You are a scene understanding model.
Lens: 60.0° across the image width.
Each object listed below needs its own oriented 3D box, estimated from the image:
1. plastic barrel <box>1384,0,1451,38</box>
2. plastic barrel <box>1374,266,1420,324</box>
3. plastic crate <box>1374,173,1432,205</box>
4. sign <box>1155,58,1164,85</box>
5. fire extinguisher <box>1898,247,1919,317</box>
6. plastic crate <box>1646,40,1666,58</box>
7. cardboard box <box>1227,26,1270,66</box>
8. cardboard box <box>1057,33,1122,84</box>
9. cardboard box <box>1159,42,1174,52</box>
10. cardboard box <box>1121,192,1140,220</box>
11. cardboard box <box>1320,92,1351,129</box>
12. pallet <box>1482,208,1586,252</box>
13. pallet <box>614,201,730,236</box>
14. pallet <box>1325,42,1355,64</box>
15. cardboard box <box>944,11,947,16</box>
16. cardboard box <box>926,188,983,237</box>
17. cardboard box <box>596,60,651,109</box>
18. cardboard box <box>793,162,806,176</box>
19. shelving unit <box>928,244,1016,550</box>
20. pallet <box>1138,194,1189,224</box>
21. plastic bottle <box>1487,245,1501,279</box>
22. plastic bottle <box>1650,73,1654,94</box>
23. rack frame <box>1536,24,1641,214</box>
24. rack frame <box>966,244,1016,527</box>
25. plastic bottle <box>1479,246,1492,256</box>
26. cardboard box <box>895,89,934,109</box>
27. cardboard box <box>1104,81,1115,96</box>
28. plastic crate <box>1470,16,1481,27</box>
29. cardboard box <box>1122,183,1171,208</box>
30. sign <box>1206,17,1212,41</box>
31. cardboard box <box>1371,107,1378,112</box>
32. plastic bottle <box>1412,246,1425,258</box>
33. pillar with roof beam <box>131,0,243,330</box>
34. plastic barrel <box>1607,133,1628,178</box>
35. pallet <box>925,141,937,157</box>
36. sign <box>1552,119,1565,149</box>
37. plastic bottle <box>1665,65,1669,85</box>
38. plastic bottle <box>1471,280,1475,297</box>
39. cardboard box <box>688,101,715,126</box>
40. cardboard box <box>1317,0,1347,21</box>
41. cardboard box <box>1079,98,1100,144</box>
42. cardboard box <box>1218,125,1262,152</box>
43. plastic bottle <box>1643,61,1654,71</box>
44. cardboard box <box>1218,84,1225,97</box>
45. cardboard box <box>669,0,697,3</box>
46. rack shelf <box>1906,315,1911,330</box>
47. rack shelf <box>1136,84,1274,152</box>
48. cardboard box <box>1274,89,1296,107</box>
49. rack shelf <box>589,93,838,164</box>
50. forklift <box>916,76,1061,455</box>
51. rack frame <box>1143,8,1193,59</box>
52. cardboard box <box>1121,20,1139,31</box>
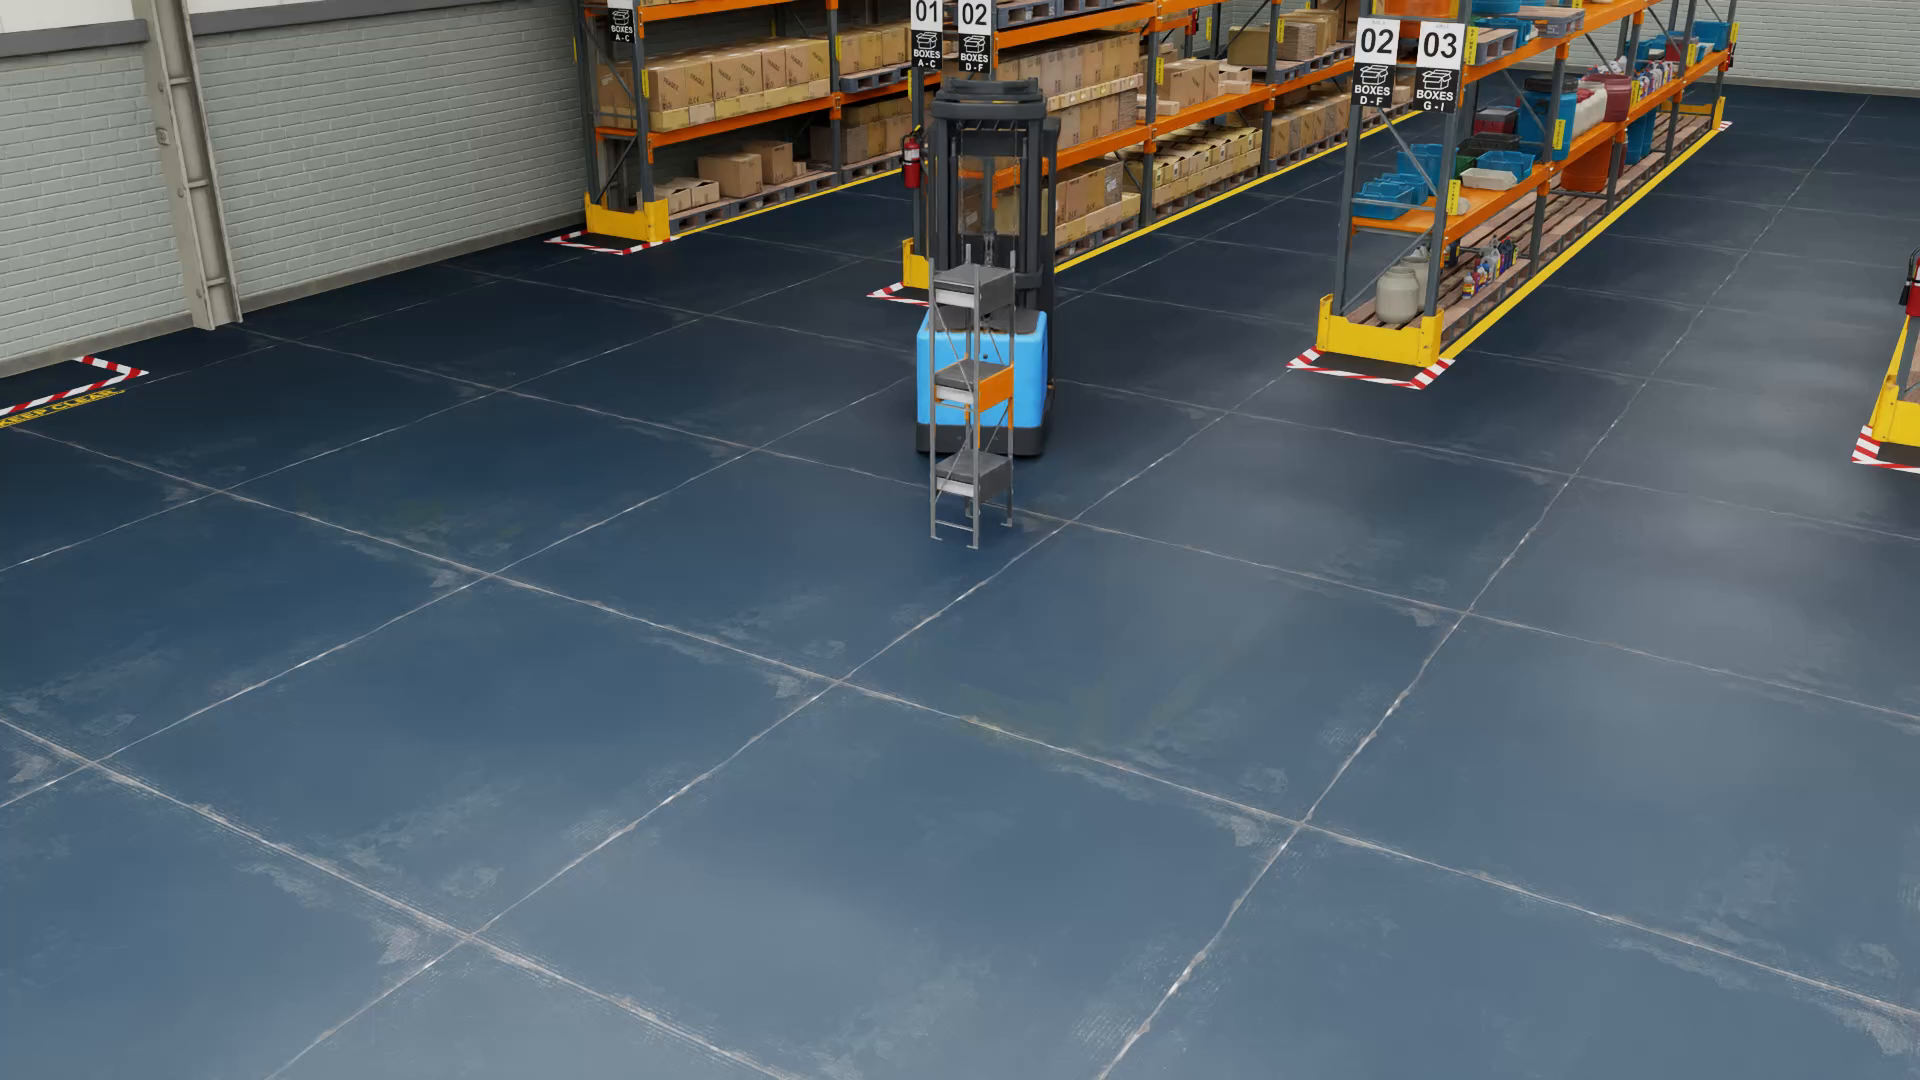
[{"bbox_3d":[4.282,-5.142,15.506,0.600,0.830,0.708,14,27,29],"label":"plastic barrel"},{"bbox_3d":[4.416,-2.474,16.792,0.421,0.512,0.421,0,23,0],"label":"plastic barrel"},{"bbox_3d":[4.491,-3.566,16.899,0.499,0.251,0.408,14,27,29],"label":"plastic crate"},{"bbox_3d":[2.510,-5.892,20.895,0.100,0.325,0.005,14,27,29],"label":"sign"},{"bbox_3d":[7.889,-2.169,13.582,0.296,0.674,0.183,14,27,29],"label":"fire extinguisher"},{"bbox_3d":[11.311,-7.975,27.033,0.416,0.233,0.300,14,27,29],"label":"plastic crate"},{"bbox_3d":[4.384,-7.399,24.911,0.700,0.500,0.500,5,24,11],"label":"cardboard box"},{"bbox_3d":[1.543,-5.893,20.329,0.700,0.500,0.500,14,27,29],"label":"cardboard box"},{"bbox_3d":[3.960,-9.665,32.603,0.380,0.149,0.250,14,27,28],"label":"cardboard box"},{"bbox_3d":[1.978,-4.303,21.345,0.500,0.250,0.500,14,27,29],"label":"cardboard box"},{"bbox_3d":[6.240,-7.102,27.473,0.500,0.500,0.500,14,27,29],"label":"cardboard box"},{"bbox_3d":[7.267,-3.942,21.089,1.003,0.211,1.213,14,27,29],"label":"pallet"},{"bbox_3d":[-3.784,-4.274,21.856,1.003,0.211,1.213,14,27,29],"label":"pallet"},{"bbox_3d":[5.743,-7.939,27.055,1.003,0.211,1.213,14,27,29],"label":"pallet"},{"bbox_3d":[-0.377,-8.272,26.086,0.380,0.149,0.250,9,25,20],"label":"cardboard box"},{"bbox_3d":[-0.043,-3.742,19.107,0.500,0.500,0.500,14,27,29],"label":"cardboard box"},{"bbox_3d":[-4.215,-5.749,20.974,0.500,0.500,0.500,14,27,28],"label":"cardboard box"},{"bbox_3d":[-2.430,-5.326,23.789,0.380,0.166,0.250,10,25,22],"label":"cardboard box"},{"bbox_3d":[0.087,-1.019,11.962,0.431,2.100,0.503,14,27,29],"label":"shelving unit"},{"bbox_3d":[2.393,-4.551,22.497,1.003,0.211,1.213,14,27,29],"label":"pallet"},{"bbox_3d":[5.877,-3.069,18.345,0.144,0.351,0.185,14,27,29],"label":"plastic bottle"},{"bbox_3d":[9.795,-6.476,23.580,0.061,0.283,0.133,14,27,29],"label":"plastic bottle"},{"bbox_3d":[8.353,-5.885,22.068,1.000,3.000,0.127,14,27,29],"label":"rack frame"},{"bbox_3d":[0.216,-1.102,12.152,0.400,2.100,0.015,14,27,29],"label":"rack frame"},{"bbox_3d":[5.908,-3.167,18.664,0.152,0.276,0.135,14,27,29],"label":"plastic bottle"},{"bbox_3d":[-0.753,-6.927,26.123,0.500,0.250,0.500,14,27,30],"label":"cardboard box"},{"bbox_3d":[1.670,-5.520,20.283,0.380,0.149,0.250,14,27,29],"label":"cardboard box"},{"bbox_3d":[5.180,-5.338,17.297,0.336,0.188,0.450,14,27,29],"label":"plastic crate"},{"bbox_3d":[2.461,-4.589,22.007,0.500,0.250,0.500,13,27,28],"label":"cardboard box"},{"bbox_3d":[3.681,-7.530,24.510,0.100,0.325,0.005,14,27,29],"label":"sign"},{"bbox_3d":[7.110,-7.566,28.964,0.380,0.166,0.250,14,27,29],"label":"cardboard box"},{"bbox_3d":[5.043,-3.065,18.336,0.144,0.351,0.185,15,28,31],"label":"plastic bottle"},{"bbox_3d":[-4.156,-5.504,13.637,9.100,9.000,0.400,14,27,29],"label":"pillar with roof beam"},{"bbox_3d":[9.193,-5.521,23.734,0.600,0.588,0.708,14,27,29],"label":"plastic barrel"},{"bbox_3d":[-0.477,-6.418,26.809,1.003,0.211,1.213,14,27,29],"label":"pallet"},{"bbox_3d":[6.705,-4.543,18.619,0.100,0.325,0.005,14,27,29],"label":"sign"},{"bbox_3d":[10.337,-6.854,24.462,0.152,0.276,0.135,14,27,29],"label":"plastic bottle"},{"bbox_3d":[5.409,-2.684,17.643,0.097,0.201,0.097,0,23,0],"label":"plastic bottle"},{"bbox_3d":[-3.494,-5.478,21.291,0.500,0.250,0.500,13,27,27],"label":"cardboard box"},{"bbox_3d":[6.304,-9.004,27.888,0.500,0.500,0.500,14,27,29],"label":"cardboard box"},{"bbox_3d":[1.268,-5.121,20.177,0.700,0.500,0.500,14,27,30],"label":"cardboard box"},{"bbox_3d":[4.080,-5.884,24.292,0.500,0.311,0.500,15,27,30],"label":"cardboard box"},{"bbox_3d":[10.037,-6.801,24.247,0.144,0.351,0.185,14,27,29],"label":"plastic bottle"},{"bbox_3d":[3.522,-6.367,23.497,0.380,0.149,0.250,16,28,33],"label":"cardboard box"},{"bbox_3d":[-3.581,-6.927,20.548,0.500,0.500,0.500,16,28,32],"label":"cardboard box"},{"bbox_3d":[9.396,-2.492,15.135,1.077,0.370,4.000,14,27,29],"label":"rack shelf"},{"bbox_3d":[3.092,-5.919,23.052,1.077,0.370,4.000,14,27,29],"label":"rack shelf"},{"bbox_3d":[5.003,-7.054,26.417,0.500,0.250,0.500,13,27,28],"label":"cardboard box"},{"bbox_3d":[-3.228,-5.606,22.329,1.077,0.370,4.000,14,27,29],"label":"rack shelf"},{"bbox_3d":[0.297,-2.590,14.543,1.130,2.935,3.031,2,24,5],"label":"forklift"},{"bbox_3d":[4.157,-10.661,33.101,1.000,3.000,0.127,14,27,29],"label":"rack frame"},{"bbox_3d":[2.737,-9.873,30.904,0.980,0.700,0.700,13,27,28],"label":"cardboard box"}]
